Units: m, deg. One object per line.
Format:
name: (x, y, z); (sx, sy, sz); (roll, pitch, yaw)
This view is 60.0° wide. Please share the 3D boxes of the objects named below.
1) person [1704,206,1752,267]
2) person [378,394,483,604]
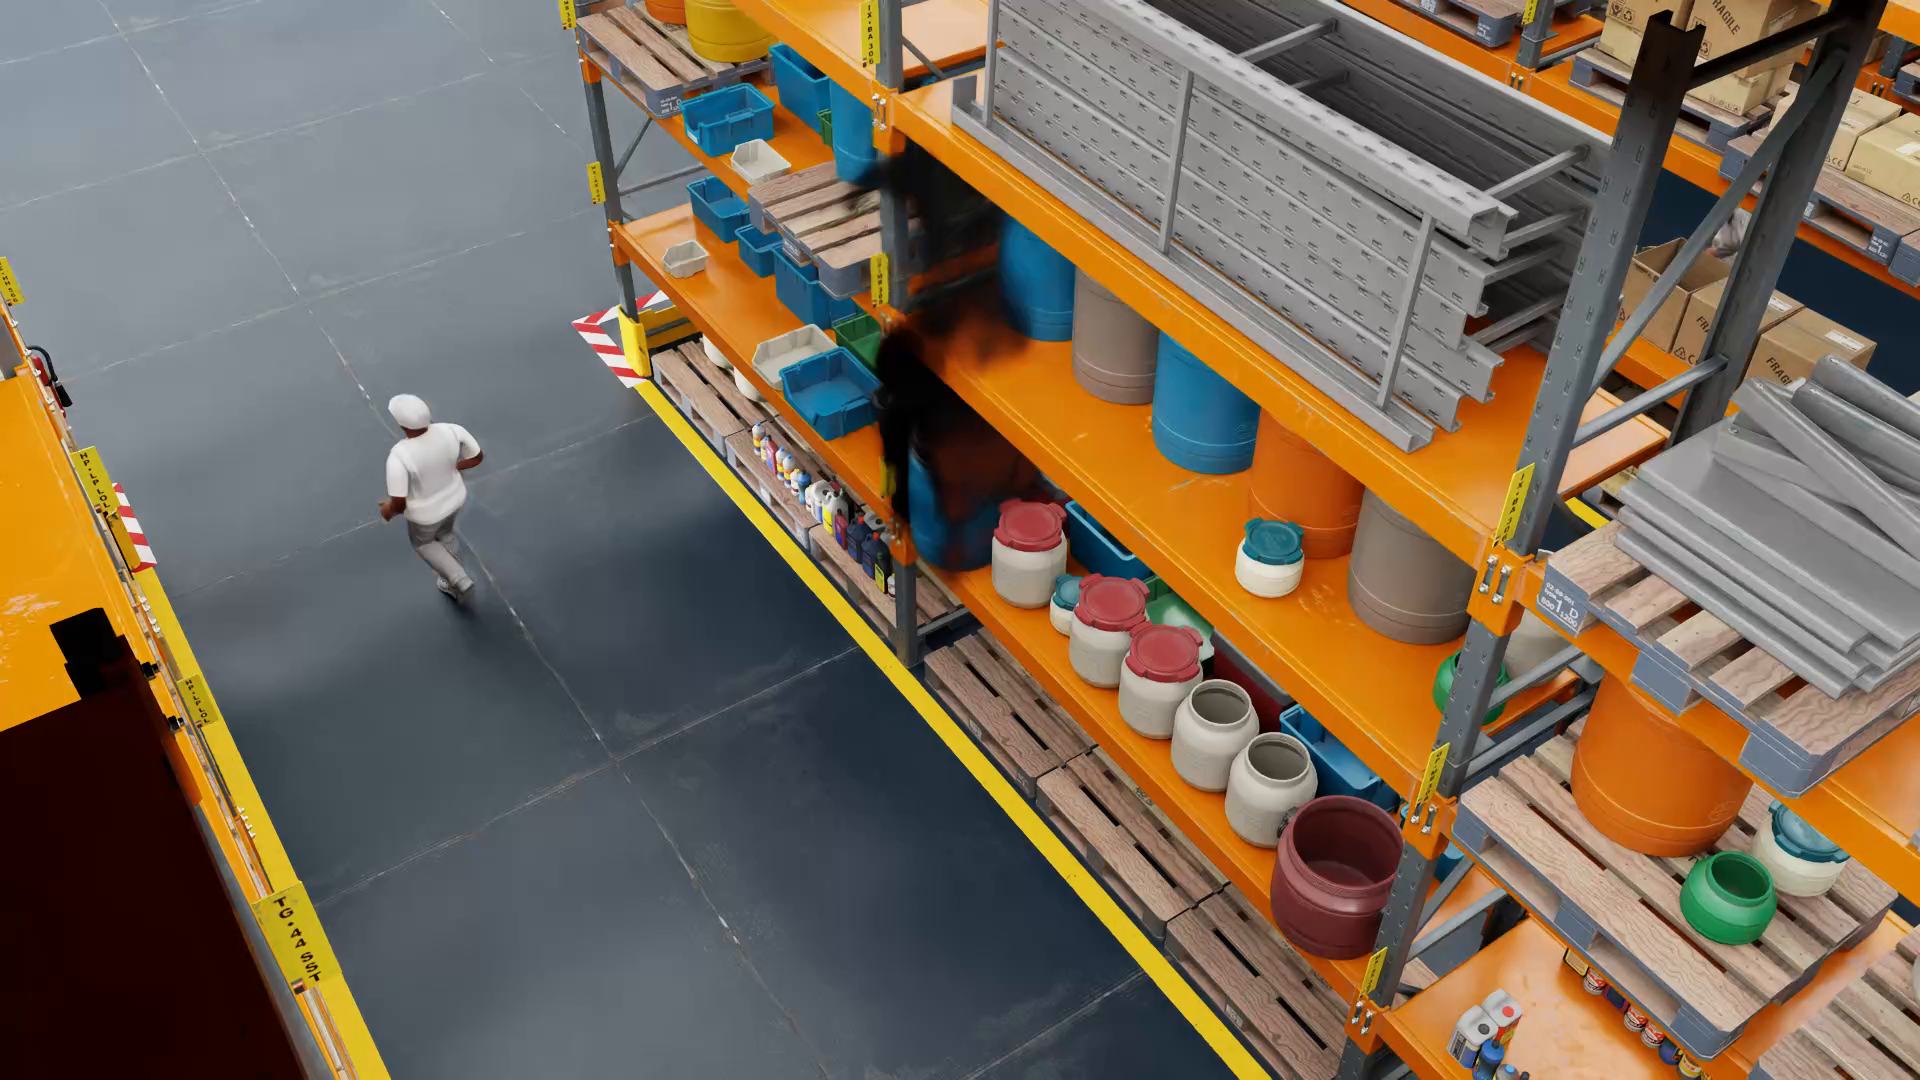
person: (6.031, -2.194, 12.884); (0.661, 1.731, 0.585); (-23, 47, -23)
person: (-3.361, -0.227, 10.749); (0.598, 1.726, 0.702); (30, 50, 29)
